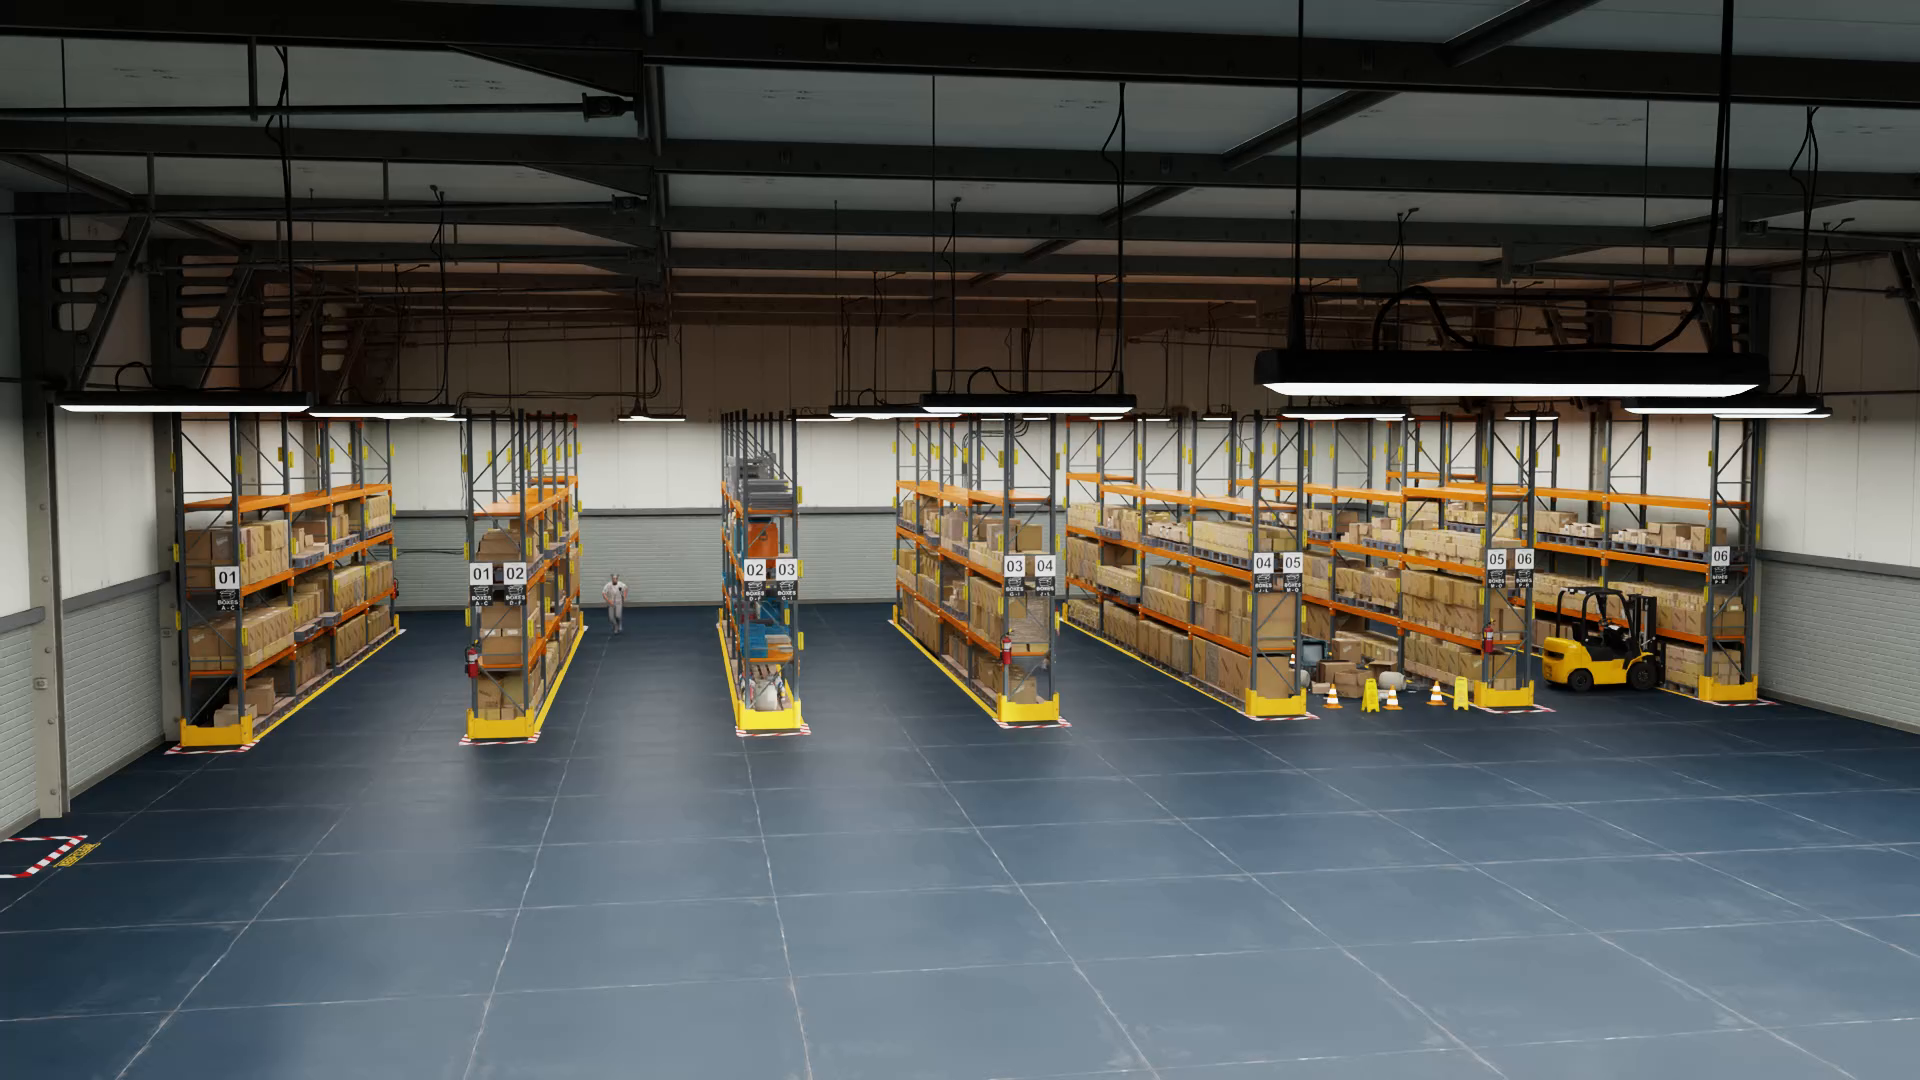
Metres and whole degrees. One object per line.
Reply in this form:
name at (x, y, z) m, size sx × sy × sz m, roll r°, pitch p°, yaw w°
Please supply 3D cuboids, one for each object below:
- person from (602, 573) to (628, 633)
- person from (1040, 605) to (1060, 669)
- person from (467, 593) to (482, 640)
person at (-9.400, 1.725, 45.336) m, size 0.642 × 1.684 × 0.724 m, roll 0°, pitch 4°, yaw -2°
person at (2.052, 2.145, 39.183) m, size 0.598 × 1.766 × 0.657 m, roll -1°, pitch 4°, yaw -8°
person at (-12.592, 1.874, 43.444) m, size 0.564 × 1.605 × 1.034 m, roll -1°, pitch 4°, yaw -12°
